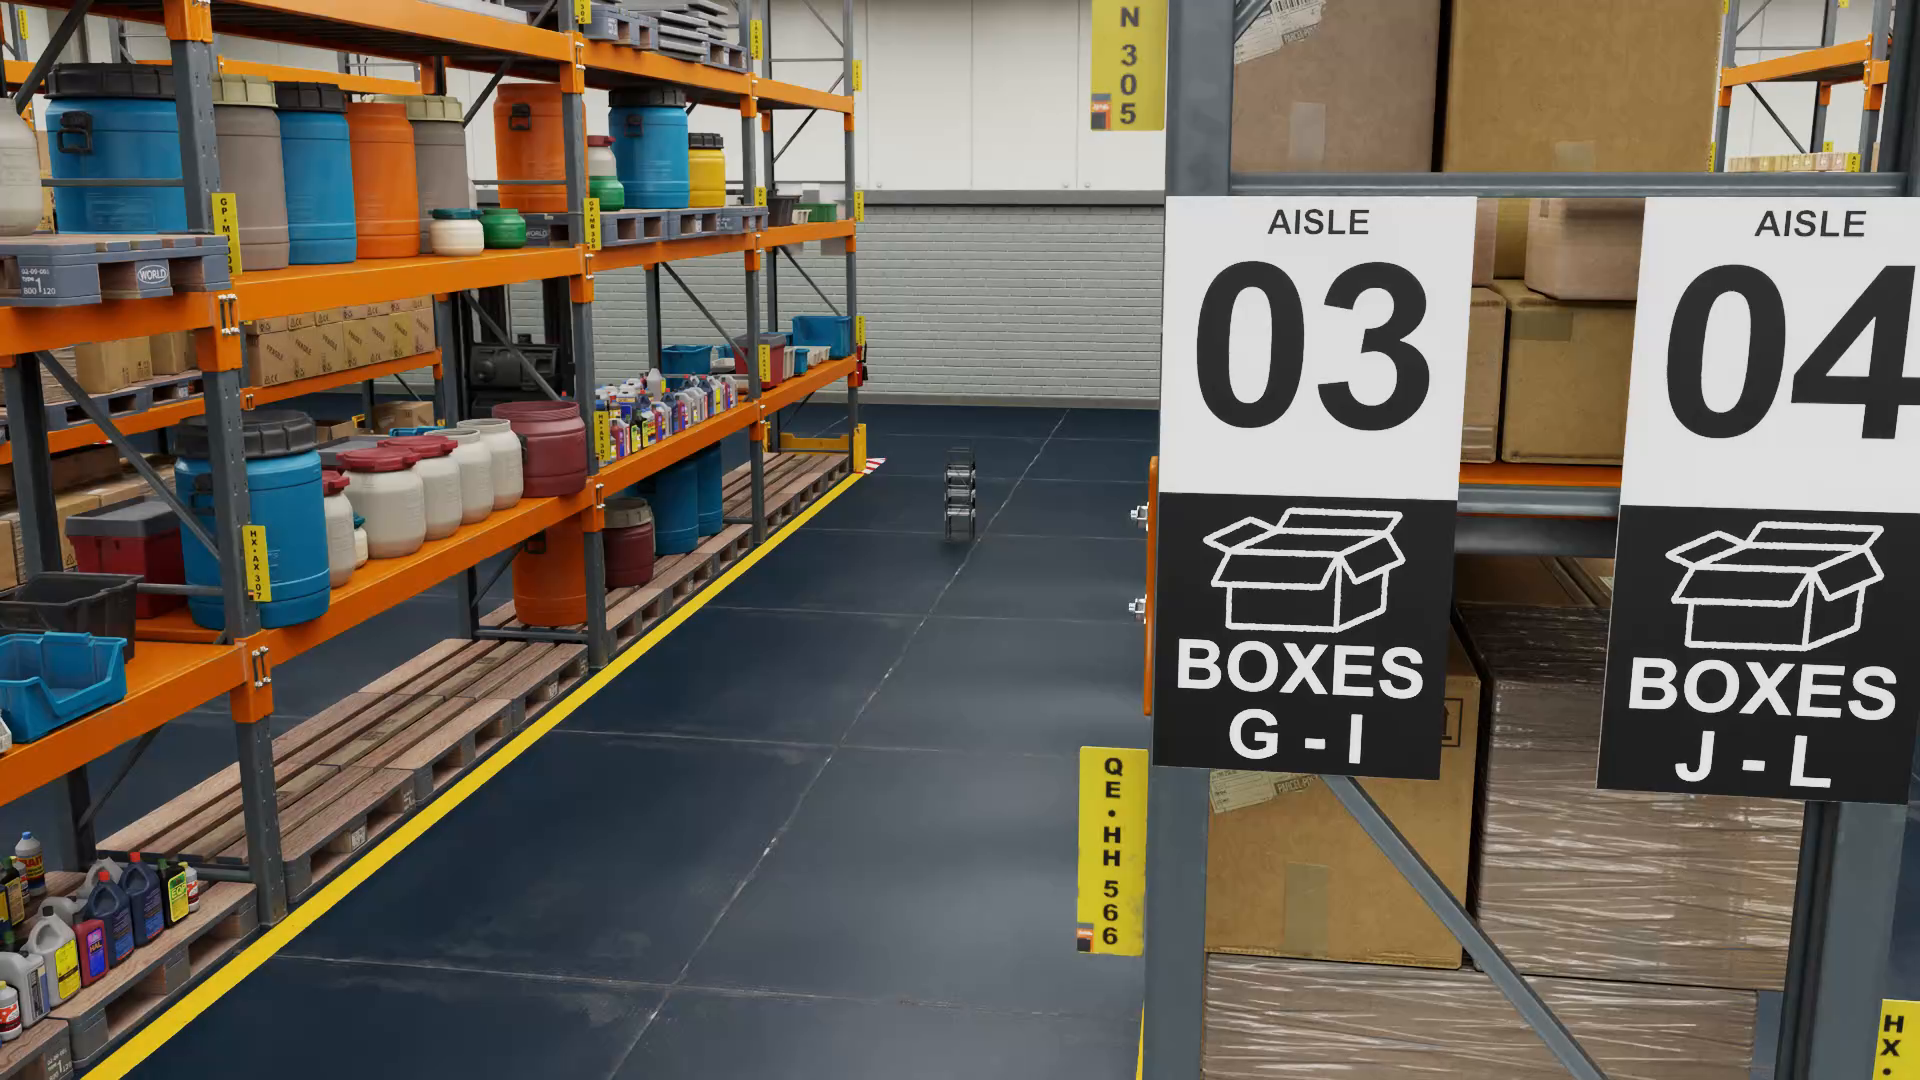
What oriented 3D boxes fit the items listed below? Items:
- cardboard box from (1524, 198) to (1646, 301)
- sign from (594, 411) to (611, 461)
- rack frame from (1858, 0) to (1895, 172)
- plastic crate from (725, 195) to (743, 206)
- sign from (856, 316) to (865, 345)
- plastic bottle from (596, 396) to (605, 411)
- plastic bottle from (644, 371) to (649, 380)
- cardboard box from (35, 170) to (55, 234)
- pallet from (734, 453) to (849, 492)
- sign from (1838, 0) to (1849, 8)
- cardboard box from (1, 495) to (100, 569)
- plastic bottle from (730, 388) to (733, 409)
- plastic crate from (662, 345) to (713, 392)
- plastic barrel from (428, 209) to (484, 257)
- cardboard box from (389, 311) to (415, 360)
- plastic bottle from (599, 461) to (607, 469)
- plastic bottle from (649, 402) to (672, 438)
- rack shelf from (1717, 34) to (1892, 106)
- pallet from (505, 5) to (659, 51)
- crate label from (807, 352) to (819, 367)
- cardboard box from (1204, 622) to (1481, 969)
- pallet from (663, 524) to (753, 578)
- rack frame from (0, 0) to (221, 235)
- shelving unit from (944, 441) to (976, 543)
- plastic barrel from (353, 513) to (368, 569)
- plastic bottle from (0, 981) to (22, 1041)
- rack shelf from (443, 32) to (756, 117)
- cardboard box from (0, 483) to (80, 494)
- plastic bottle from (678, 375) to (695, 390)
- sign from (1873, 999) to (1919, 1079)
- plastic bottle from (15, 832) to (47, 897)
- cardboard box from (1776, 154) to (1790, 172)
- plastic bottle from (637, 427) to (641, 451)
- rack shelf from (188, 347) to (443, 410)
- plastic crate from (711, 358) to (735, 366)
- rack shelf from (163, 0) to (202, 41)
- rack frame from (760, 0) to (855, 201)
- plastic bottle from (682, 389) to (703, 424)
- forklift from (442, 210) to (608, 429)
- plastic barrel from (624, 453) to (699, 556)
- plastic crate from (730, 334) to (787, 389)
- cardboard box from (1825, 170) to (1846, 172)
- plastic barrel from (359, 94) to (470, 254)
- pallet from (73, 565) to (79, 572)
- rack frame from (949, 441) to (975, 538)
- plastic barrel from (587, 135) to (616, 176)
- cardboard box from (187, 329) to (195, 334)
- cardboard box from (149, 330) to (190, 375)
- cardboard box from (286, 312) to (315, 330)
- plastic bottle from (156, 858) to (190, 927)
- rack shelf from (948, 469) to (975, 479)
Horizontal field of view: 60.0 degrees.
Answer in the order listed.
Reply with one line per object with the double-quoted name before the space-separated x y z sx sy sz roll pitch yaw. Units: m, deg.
"cardboard box" 1.043 -0.430 2.415 0.380 0.149 0.250 2 12 8
"sign" -2.347 -0.682 10.905 0.100 0.325 0.005 2 12 9
"rack frame" 7.503 -4.041 12.642 1.000 3.000 0.127 2 12 9
"plastic crate" -2.307 -3.241 16.328 0.437 0.282 0.530 2 12 9
"sign" -1.115 -2.349 18.642 0.100 0.325 0.005 2 12 9
"plastic bottle" -2.835 -0.994 13.050 0.097 0.271 0.097 0 12 0
"plastic bottle" -2.755 -1.331 14.584 0.061 0.283 0.133 2 12 9
"cardboard box" -7.593 -2.601 12.842 0.910 0.500 0.500 2 12 9
"pallet" -1.827 -0.750 18.229 1.003 0.211 1.213 2 12 9
"sign" 8.663 -5.386 16.288 0.100 0.325 0.005 2 12 9
"cardboard box" -7.276 -0.071 13.351 0.500 0.500 0.500 2 12 8
"plastic bottle" -2.009 -1.236 14.338 0.097 0.201 0.097 0 12 0
"plastic crate" -2.542 -1.581 15.360 0.392 0.384 0.575 2 12 9
"plastic barrel" -2.857 -1.745 9.434 0.301 0.262 0.301 0 12 0
"cardboard box" -6.432 -2.284 18.488 0.500 0.500 0.500 2 12 9
"plastic bottle" -2.506 -0.637 11.381 0.152 0.276 0.135 2 12 9
"plastic bottle" -2.293 -0.926 12.720 0.152 0.276 0.135 2 12 9
"rack shelf" 7.810 -4.104 14.650 1.077 0.370 4.000 2 12 9
"pallet" -2.751 -3.412 11.121 1.213 0.211 1.003 2 12 9
"crate label" -1.686 -1.890 17.382 0.396 0.136 0.243 2 12 9
"cardboard box" 0.612 0.402 2.948 0.500 0.500 0.500 2 12 9
"pallet" -2.437 0.072 14.417 1.003 0.211 1.213 2 12 9
"rack frame" -3.507 -2.718 6.503 1.000 3.000 0.127 2 12 9
"shelving unit" 0.001 -0.442 15.163 0.258 0.900 0.210 2 12 9
"plastic barrel" -3.152 0.012 8.405 0.301 0.262 0.301 0 12 0
"plastic bottle" -3.421 1.677 5.946 0.097 0.201 0.097 0 12 0
"rack shelf" -2.584 -3.420 12.416 1.077 0.370 4.000 2 12 9
"cardboard box" -7.719 -0.192 13.910 0.500 0.500 0.500 1 12 7
"plastic bottle" -2.266 -1.191 13.773 0.144 0.351 0.185 2 12 9
"sign" 1.308 0.802 2.354 0.100 0.325 0.005 2 12 9
"plastic bottle" -3.989 1.385 7.134 0.097 0.271 0.097 0 12 0
"cardboard box" 7.473 -3.338 14.723 0.380 0.149 0.250 2 12 8
"plastic bottle" -2.369 -0.748 12.072 0.097 0.201 0.097 0 12 0
"rack shelf" -6.863 -1.677 17.618 1.077 0.370 4.000 2 12 9
"plastic crate" -2.306 -1.724 16.611 0.293 0.136 0.466 2 12 9
"rack shelf" -3.815 -1.755 4.689 1.077 0.370 4.000 2 12 9
"rack frame" -1.661 -5.216 18.094 1.000 3.000 0.127 2 12 9
"plastic bottle" -2.172 -1.089 13.476 0.152 0.276 0.135 2 12 9
"forklift" -4.529 -1.771 16.508 1.130 2.935 3.031 3 12 12
"plastic barrel" -2.486 -0.370 13.832 0.600 0.901 0.708 2 12 9
"plastic crate" -1.892 -1.689 15.674 0.402 0.464 0.583 2 12 9
"cardboard box" 7.323 -2.850 13.405 0.500 0.250 0.500 1 12 6
"plastic barrel" -3.233 -2.166 9.869 0.600 0.901 0.600 0 12 0
"pallet" -7.444 0.176 13.931 1.003 0.211 1.213 2 12 9
"rack frame" 0.017 -0.463 15.261 0.240 0.900 0.006 2 12 9
"plastic barrel" -2.768 -2.730 12.359 0.433 0.535 0.433 0 12 0
"cardboard box" -7.349 -2.263 16.022 0.500 0.500 0.500 2 12 9
"cardboard box" -7.464 -1.775 15.132 0.700 0.500 0.500 -2 12 -10
"cardboard box" -6.741 -2.346 16.406 0.500 0.500 0.500 1 12 7
"plastic bottle" -3.255 1.438 6.860 0.061 0.283 0.133 3 12 11
"rack shelf" 0.001 -0.585 15.132 0.258 0.077 0.200 2 12 9
